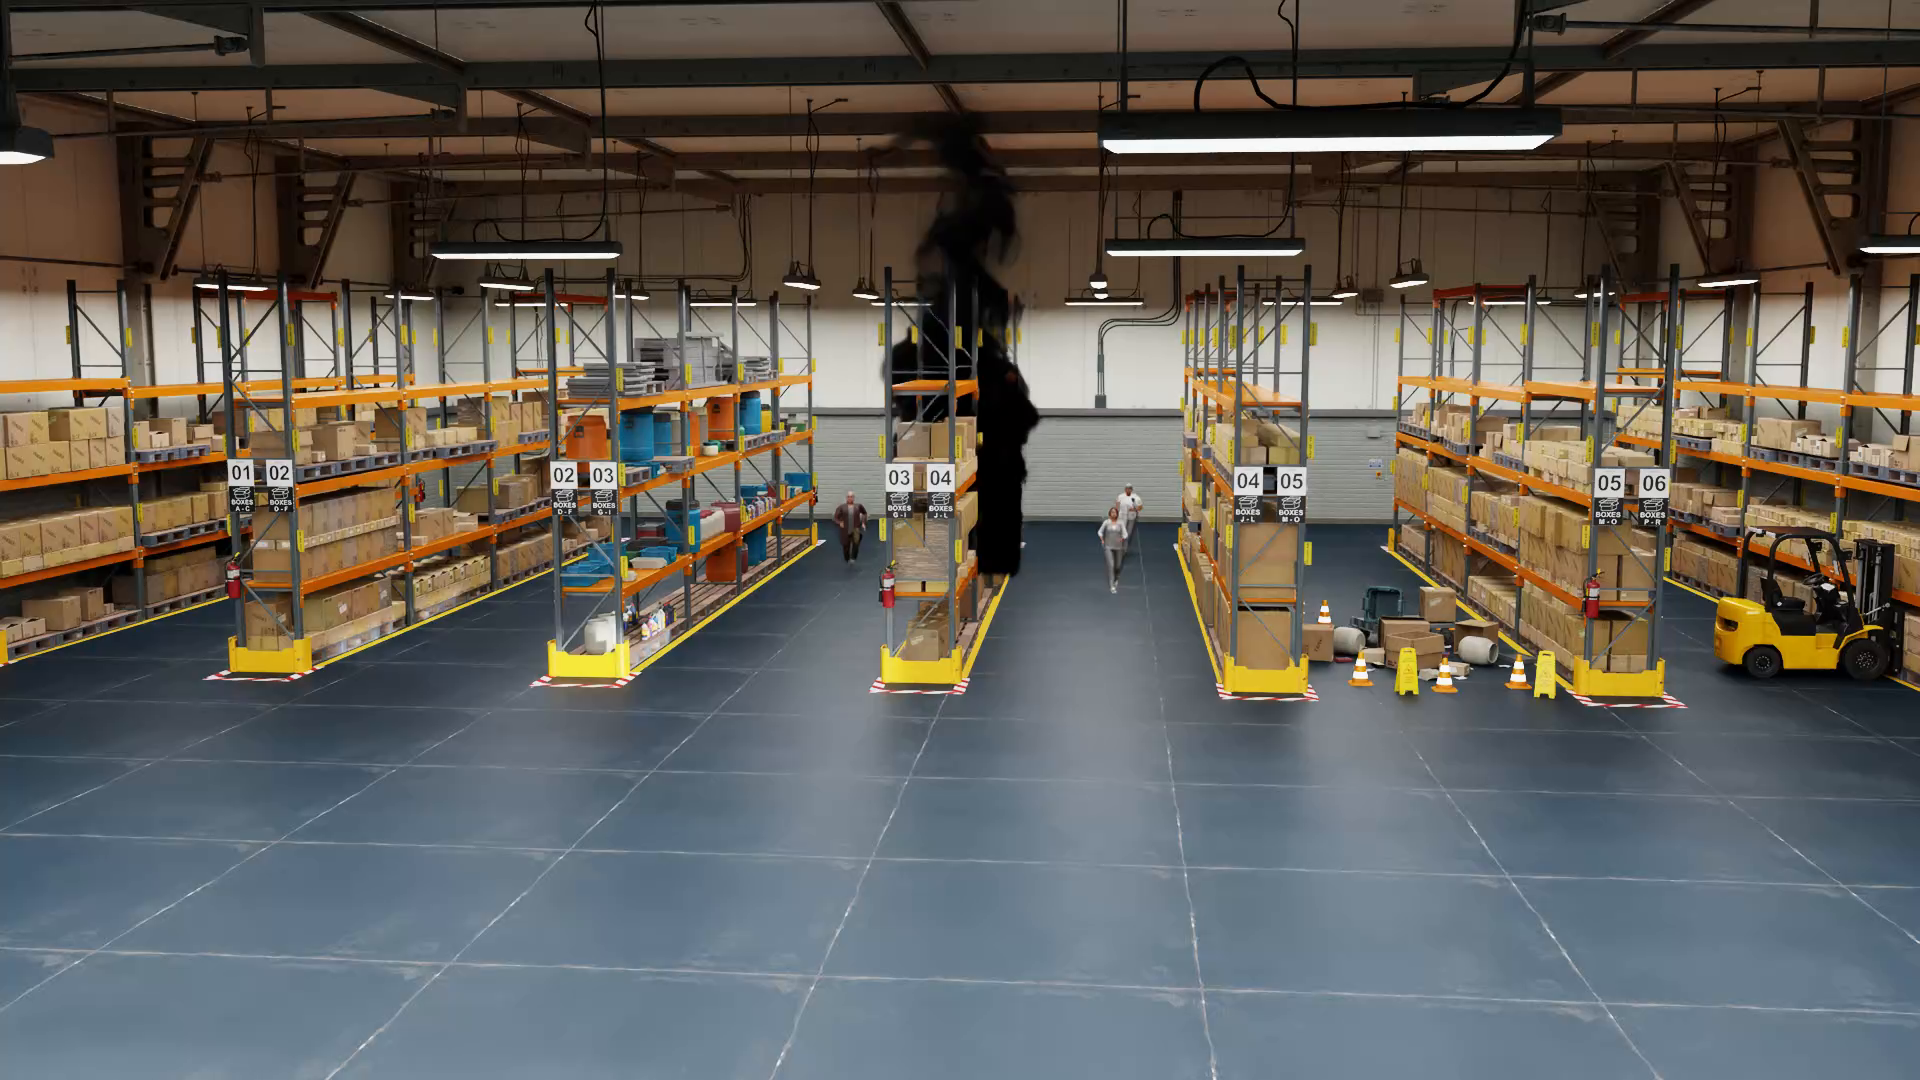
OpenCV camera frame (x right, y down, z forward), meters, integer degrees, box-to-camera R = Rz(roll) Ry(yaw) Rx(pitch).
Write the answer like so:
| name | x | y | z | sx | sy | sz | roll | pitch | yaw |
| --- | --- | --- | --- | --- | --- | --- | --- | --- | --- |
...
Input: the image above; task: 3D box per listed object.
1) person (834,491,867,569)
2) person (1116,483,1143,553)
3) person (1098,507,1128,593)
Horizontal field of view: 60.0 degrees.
| name | x | y | z | sx | sy | sz | roll | pitch | yaw |
| --- | --- | --- | --- | --- | --- | --- | --- | --- | --- |
| person | -2.307 | -0.191 | 35.109 | 0.718 | 1.681 | 1.024 | -1 | 7 | -4 |
| person | 3.891 | -0.448 | 38.275 | 0.608 | 1.716 | 0.696 | 1 | 7 | 5 |
| person | 2.849 | 0.172 | 30.957 | 0.547 | 1.575 | 0.702 | 0 | 7 | -1 |
